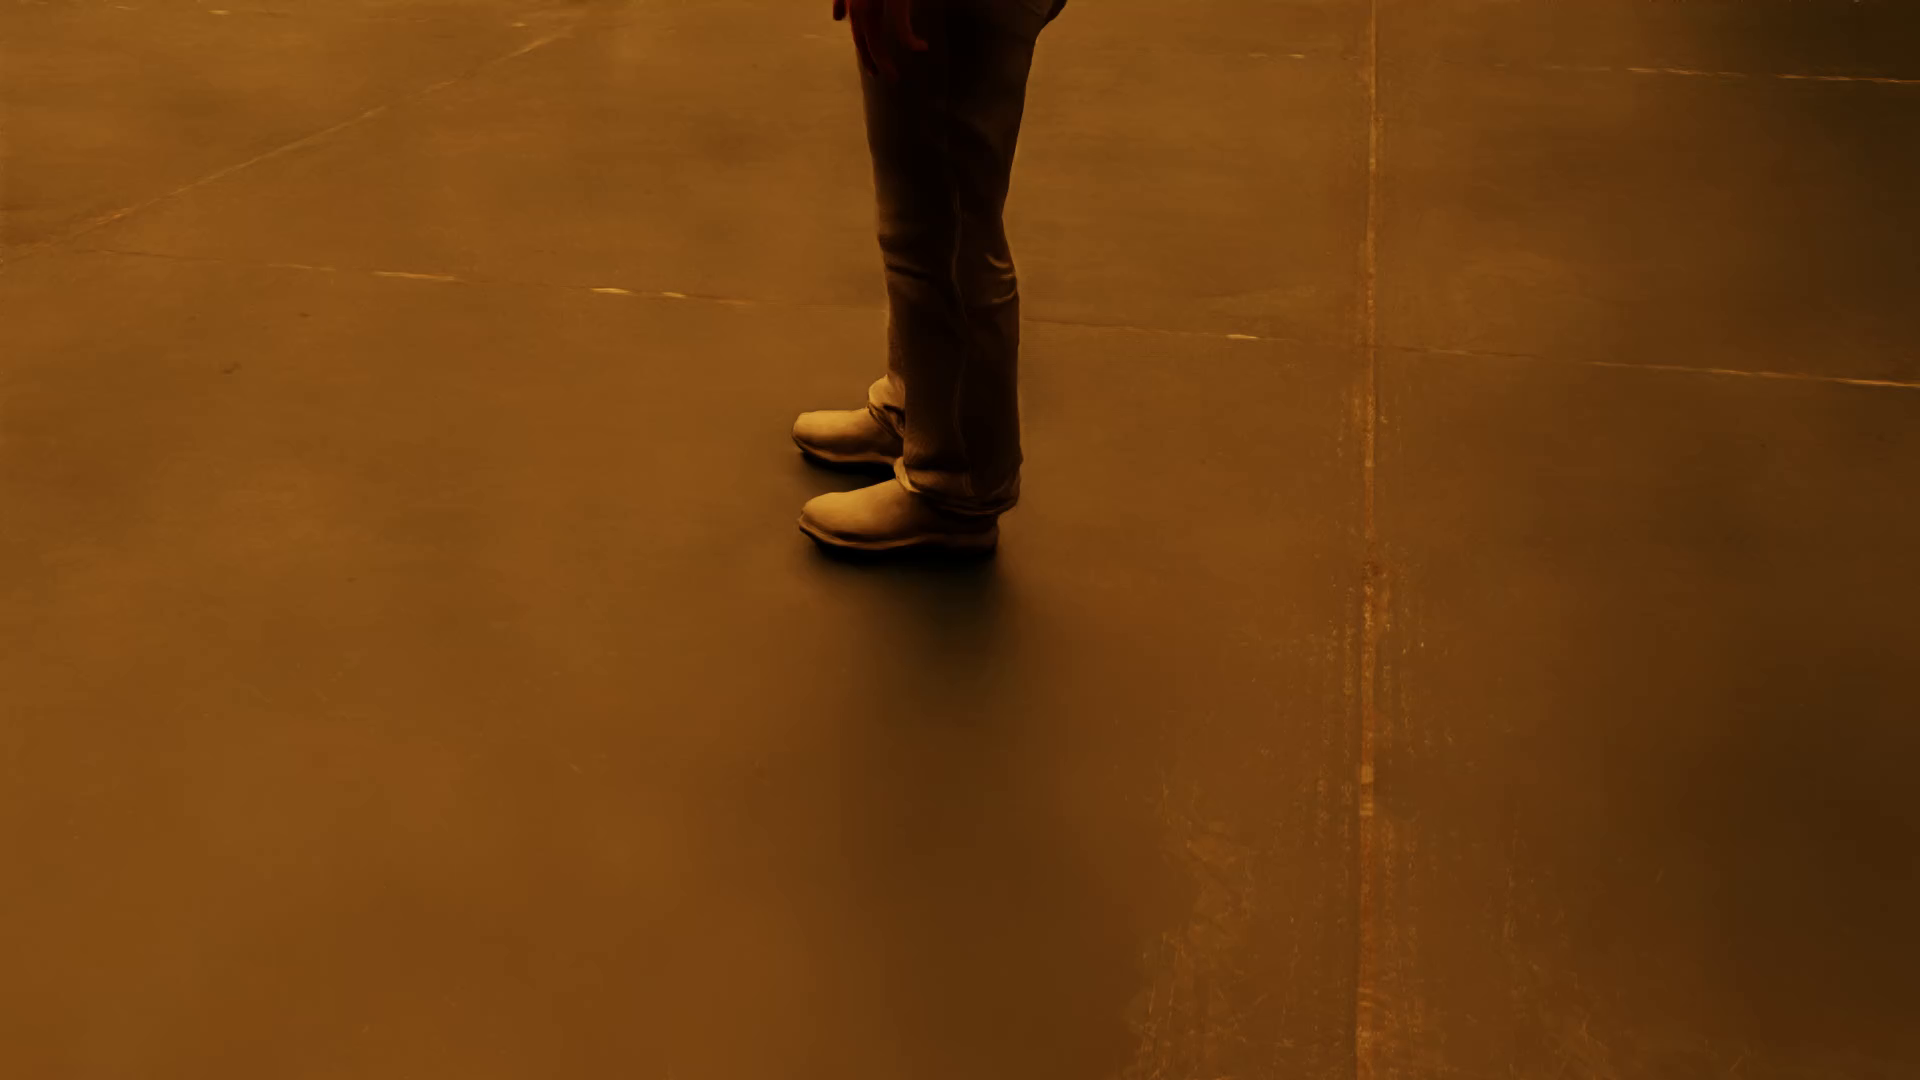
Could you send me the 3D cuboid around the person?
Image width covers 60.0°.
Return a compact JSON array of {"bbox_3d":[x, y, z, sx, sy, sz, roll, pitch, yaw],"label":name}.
[{"bbox_3d":[-0.059,-0.808,2.117,0.567,1.773,0.632,6,27,11],"label":"person"}]
